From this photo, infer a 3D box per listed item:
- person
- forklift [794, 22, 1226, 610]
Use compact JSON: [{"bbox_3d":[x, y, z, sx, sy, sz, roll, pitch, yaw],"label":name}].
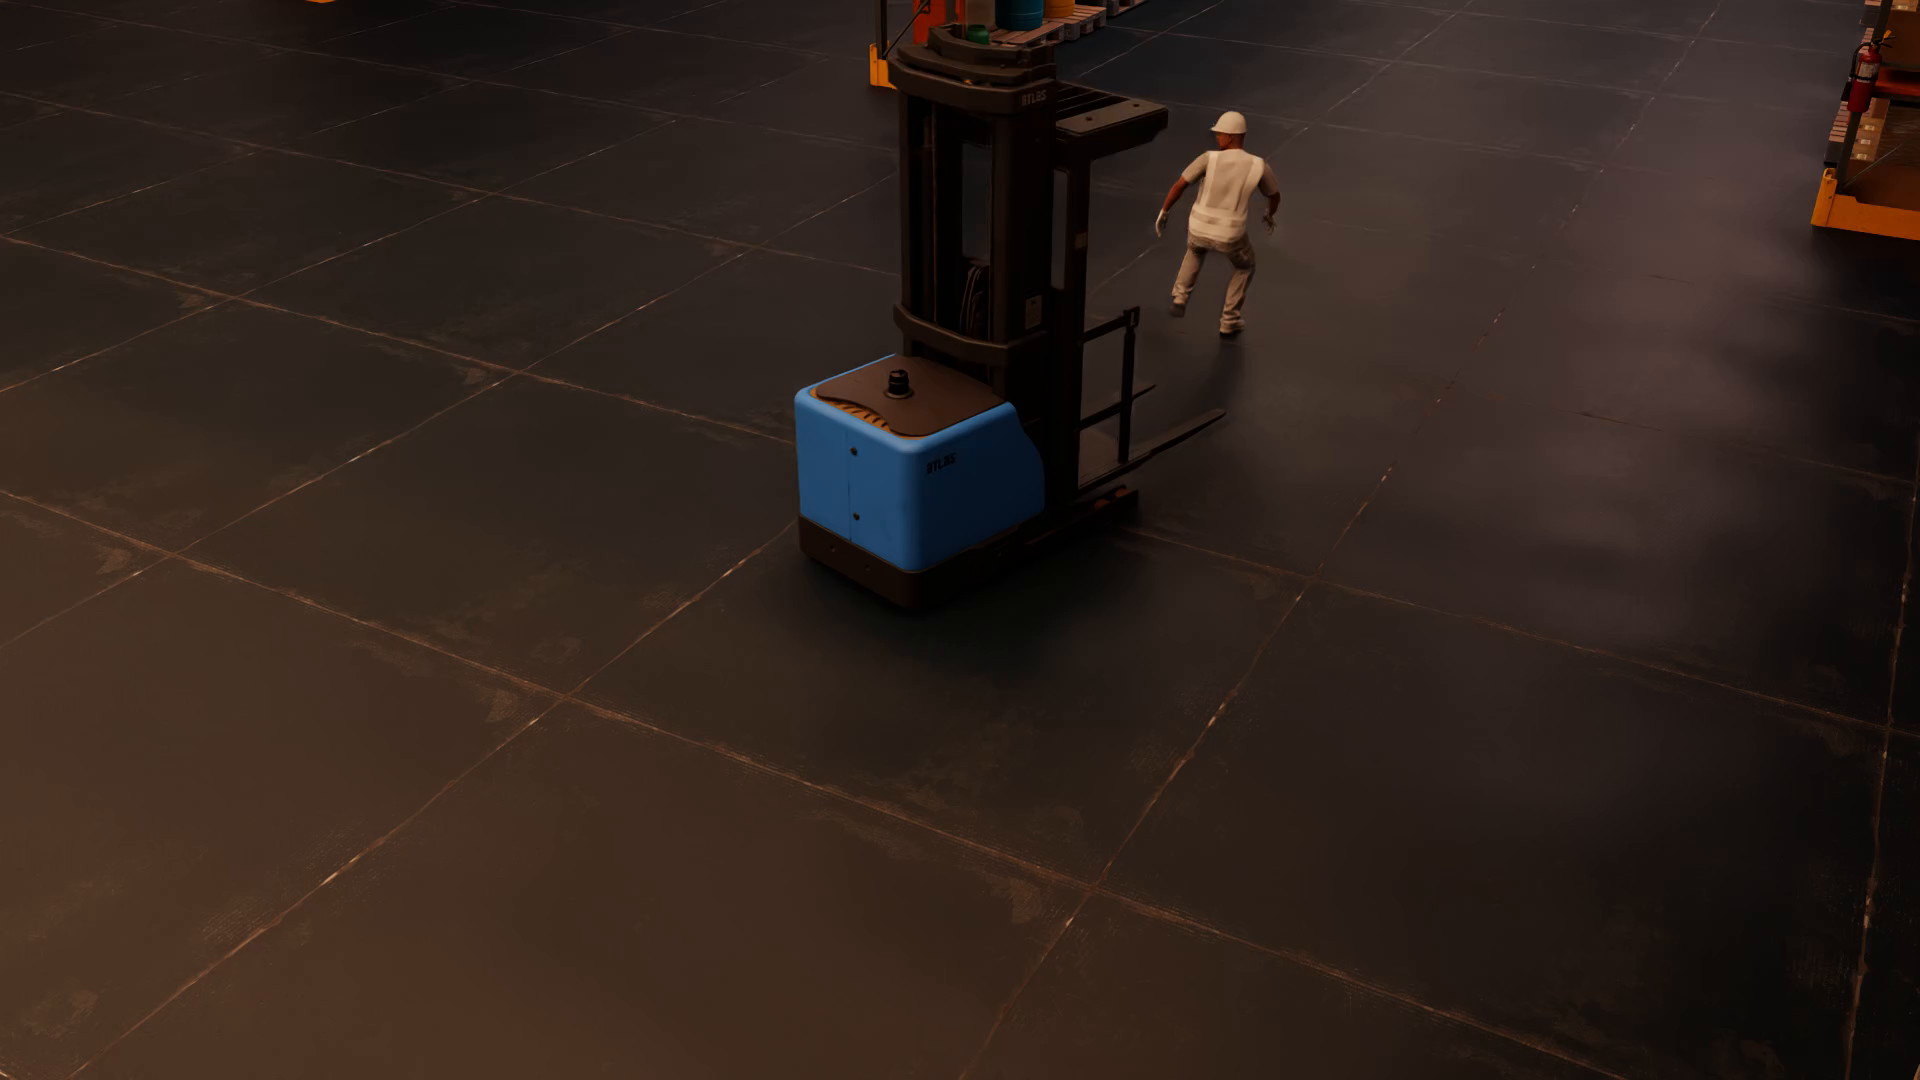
[{"bbox_3d":[1.936,-2.375,12.457,0.849,1.676,0.625,10,31,16],"label":"person"},{"bbox_3d":[0.455,-1.517,9.699,3.031,2.935,1.130,-26,39,-37],"label":"forklift"}]
